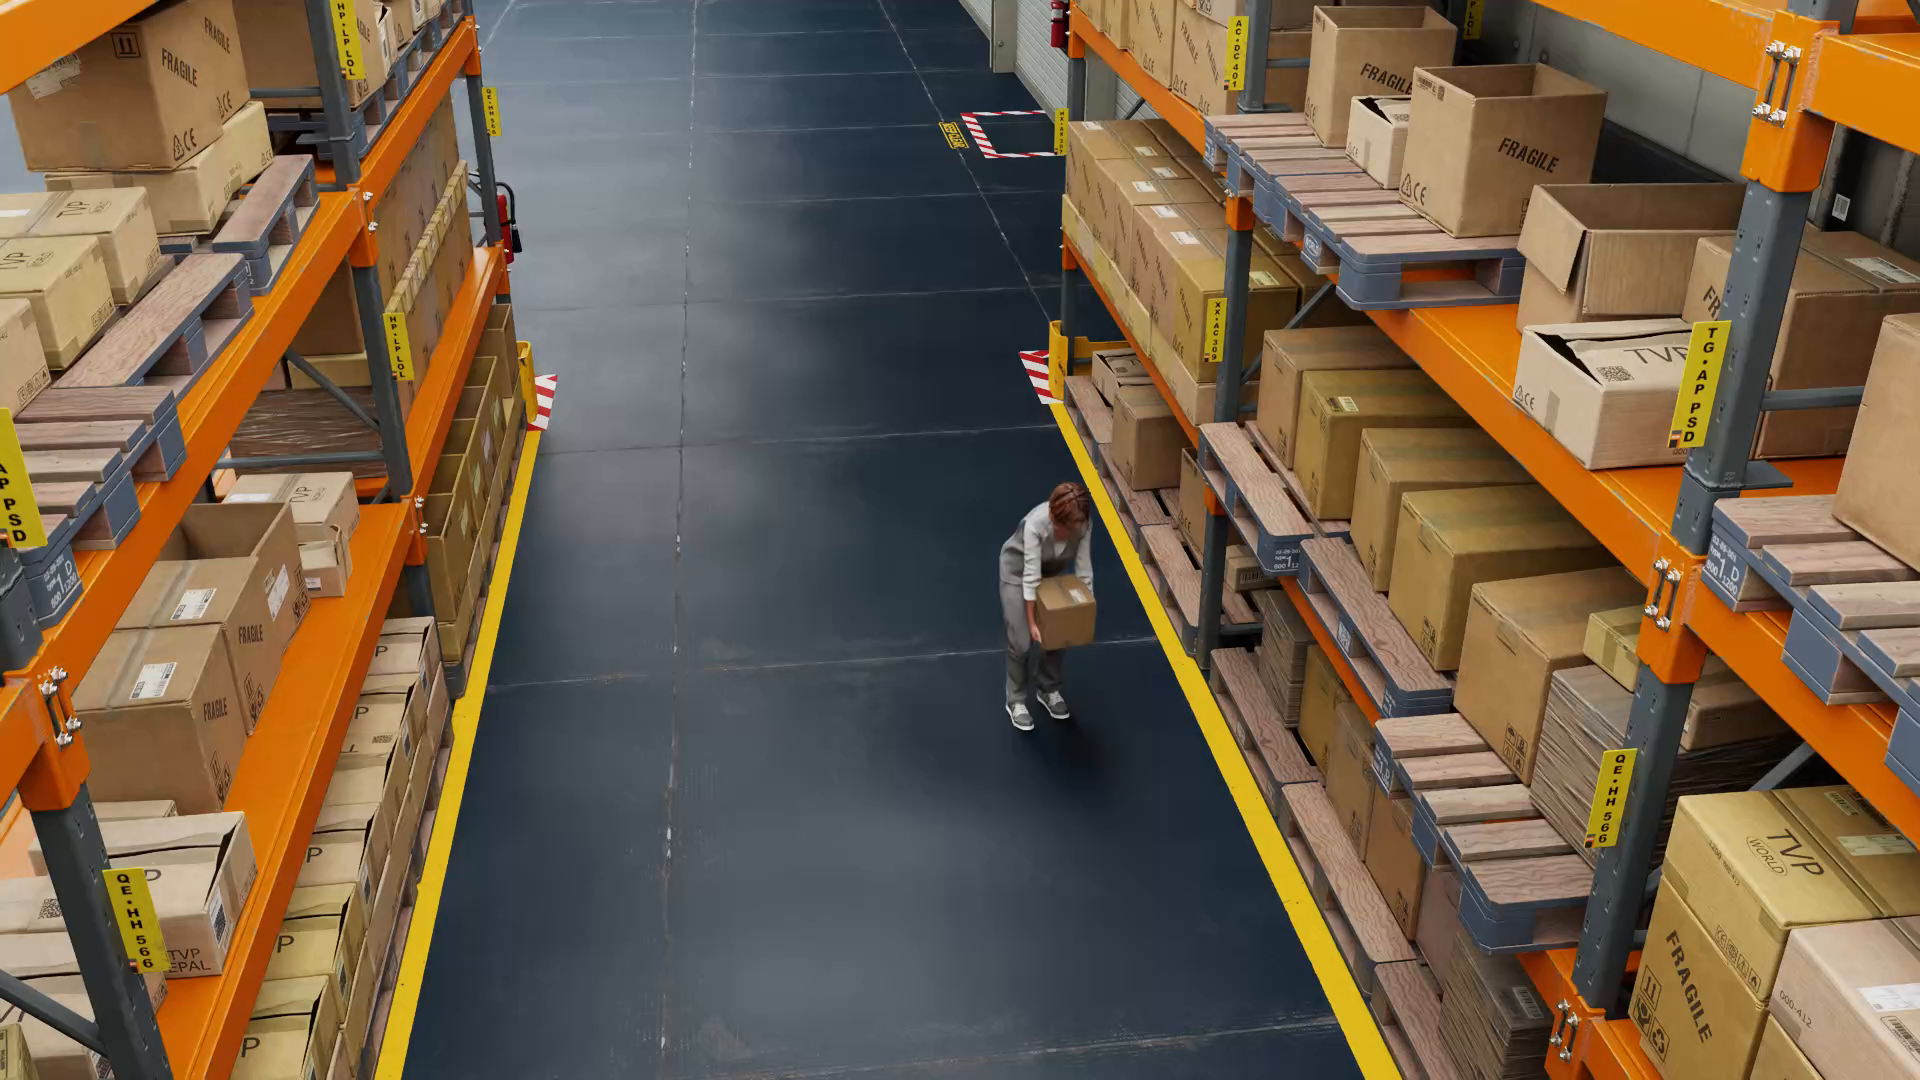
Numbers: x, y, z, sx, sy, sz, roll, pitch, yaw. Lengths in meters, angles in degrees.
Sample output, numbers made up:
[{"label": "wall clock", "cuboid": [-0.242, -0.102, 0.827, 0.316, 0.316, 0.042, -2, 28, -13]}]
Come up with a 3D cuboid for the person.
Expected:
[{"label": "person", "cuboid": [0.429, 0.304, 8.219, 0.376, 1.444, 0.645, -11, 29, -19]}]
